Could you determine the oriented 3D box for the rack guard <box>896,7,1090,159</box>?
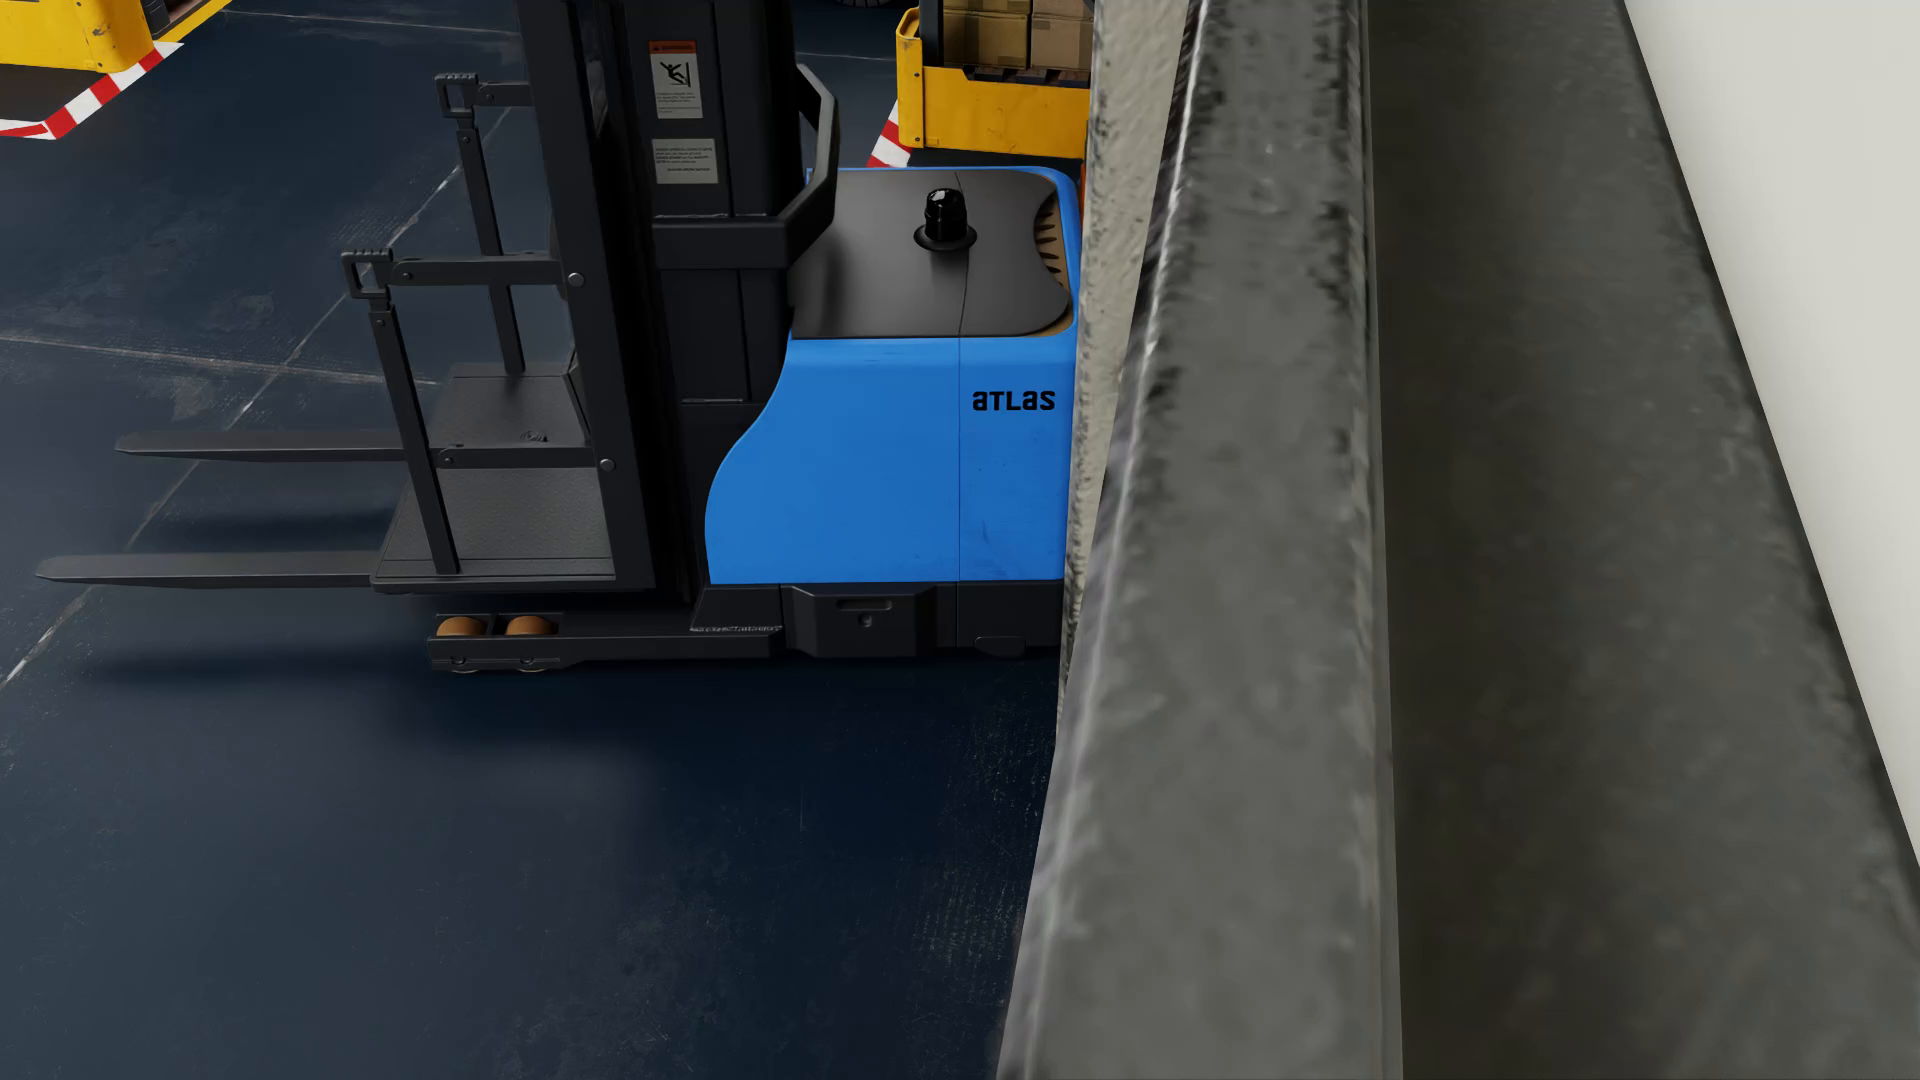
[{"bbox_3d":[0.323,-1.981,7.254,1.175,0.500,0.348,6,40,8],"label":"rack guard"}]

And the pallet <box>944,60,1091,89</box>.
[{"bbox_3d":[0.418,-2.370,7.950,1.003,0.211,1.213,6,40,8],"label":"pallet"}]

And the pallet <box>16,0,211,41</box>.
[{"bbox_3d":[-4.374,-2.984,8.693,1.003,0.211,1.213,6,40,8],"label":"pallet"}]

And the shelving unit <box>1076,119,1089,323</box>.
[{"bbox_3d":[0.577,-0.482,4.941,0.538,1.125,1.048,4,40,3],"label":"shelving unit"}]

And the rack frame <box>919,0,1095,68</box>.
[{"bbox_3d":[0.327,-2.960,6.476,1.000,3.000,0.127,6,40,8],"label":"rack frame"}]

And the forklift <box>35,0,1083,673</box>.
[{"bbox_3d":[-1.154,-1.087,4.265,3.031,2.935,1.130,-1,40,-1],"label":"forklift"}]

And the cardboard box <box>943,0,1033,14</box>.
[{"bbox_3d":[0.103,-2.594,7.470,0.500,0.250,0.500,6,40,7],"label":"cardboard box"}]

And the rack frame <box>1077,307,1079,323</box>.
[{"bbox_3d":[0.537,-0.160,4.550,0.500,1.125,0.032,4,40,3],"label":"rack frame"}]

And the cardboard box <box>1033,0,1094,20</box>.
[{"bbox_3d":[0.613,-2.527,7.388,0.500,0.250,0.500,7,40,8],"label":"cardboard box"}]

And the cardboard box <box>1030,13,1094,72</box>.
[{"bbox_3d":[0.604,-2.348,7.565,0.500,0.250,0.500,7,40,8],"label":"cardboard box"}]

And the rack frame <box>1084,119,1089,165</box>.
[{"bbox_3d":[0.617,-0.804,5.333,0.500,1.125,0.032,4,40,3],"label":"rack frame"}]

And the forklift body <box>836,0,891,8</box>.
[{"bbox_3d":[-1.142,-4.024,8.429,2.313,2.155,1.214,6,40,8],"label":"forklift body"}]

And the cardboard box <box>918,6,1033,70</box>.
[{"bbox_3d":[0.097,-2.391,7.617,0.500,0.250,0.500,7,40,8],"label":"cardboard box"}]

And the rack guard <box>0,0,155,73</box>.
[{"bbox_3d":[-4.550,-2.589,7.989,1.175,0.500,0.348,6,40,8],"label":"rack guard"}]

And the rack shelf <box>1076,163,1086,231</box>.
[{"bbox_3d":[0.584,-0.708,4.755,0.538,0.278,1.000,4,40,3],"label":"rack shelf"}]
